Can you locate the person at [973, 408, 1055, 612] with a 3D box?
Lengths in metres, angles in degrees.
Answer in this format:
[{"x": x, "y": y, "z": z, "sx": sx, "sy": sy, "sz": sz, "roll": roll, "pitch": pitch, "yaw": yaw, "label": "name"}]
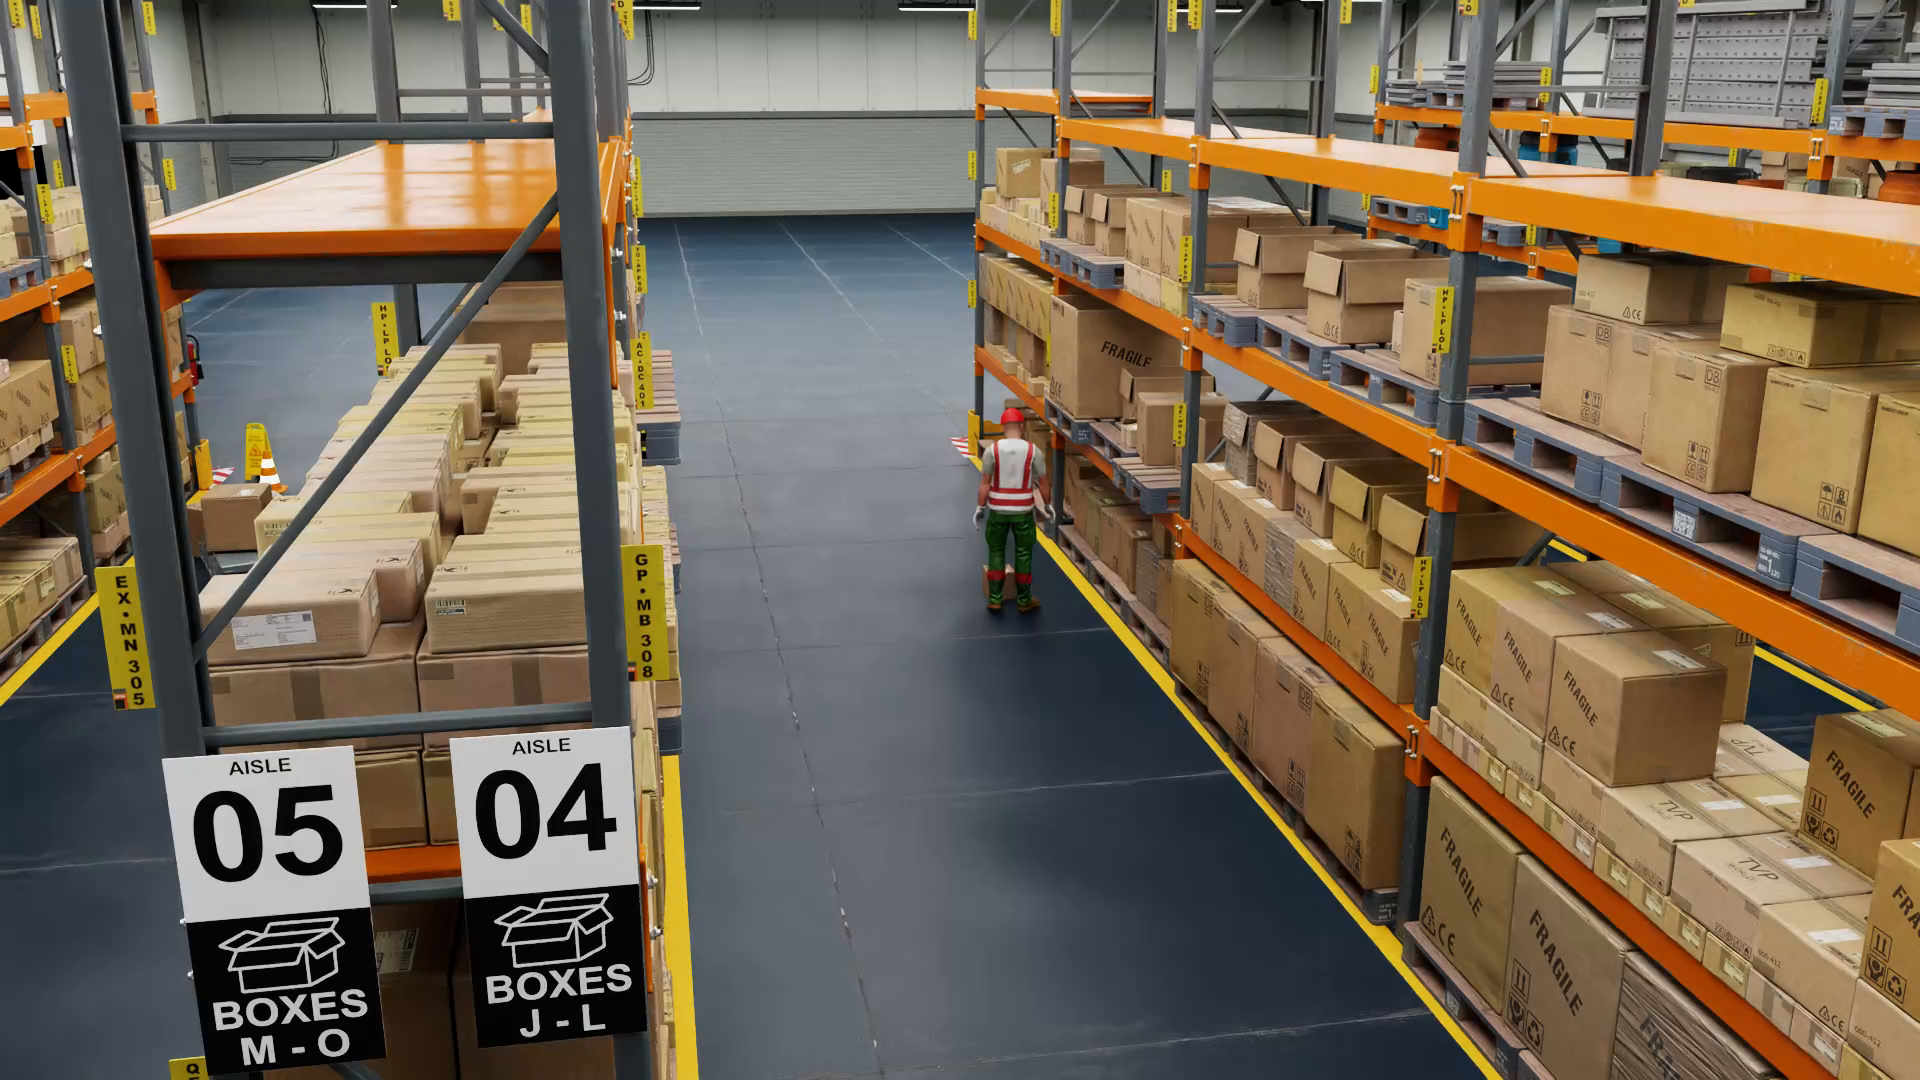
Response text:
[{"x": 0.470, "y": -0.235, "z": 14.287, "sx": 0.695, "sy": 1.820, "sz": 0.389, "roll": 1, "pitch": 16, "yaw": 5, "label": "person"}]
